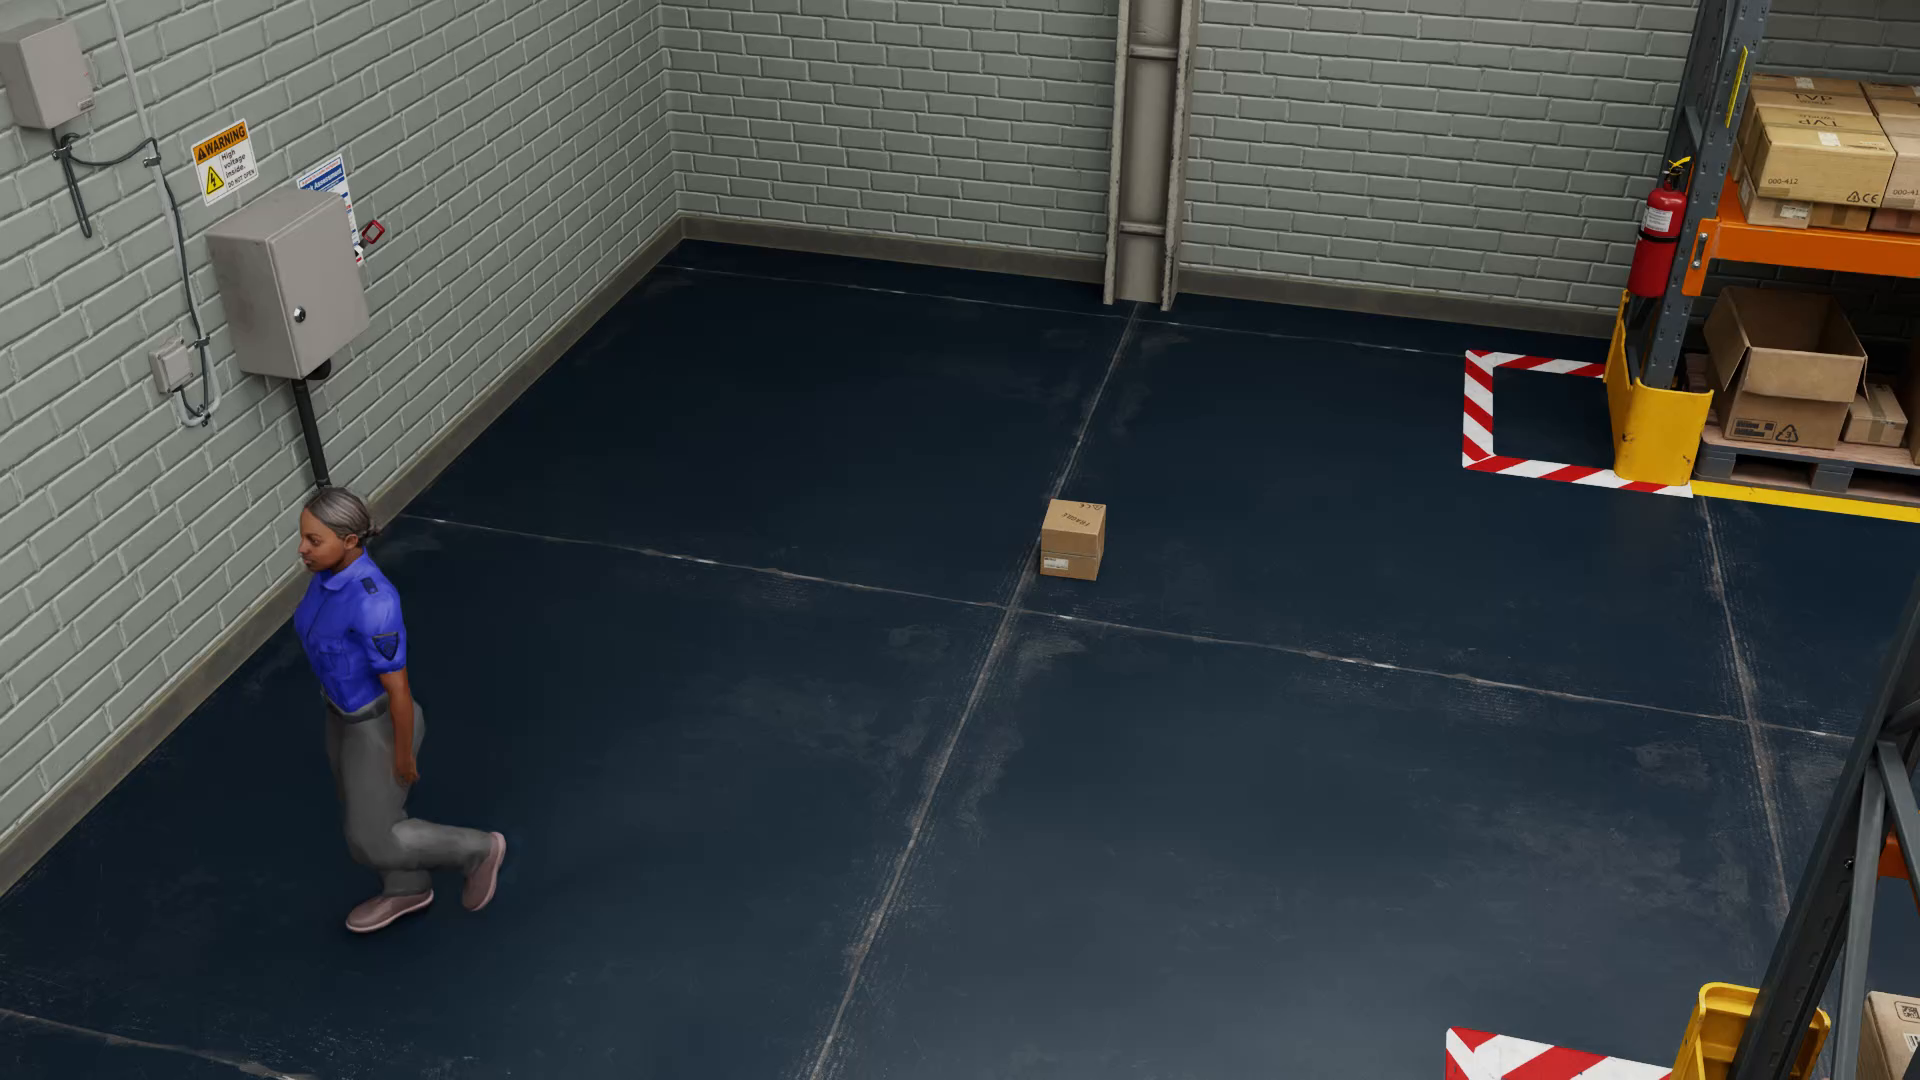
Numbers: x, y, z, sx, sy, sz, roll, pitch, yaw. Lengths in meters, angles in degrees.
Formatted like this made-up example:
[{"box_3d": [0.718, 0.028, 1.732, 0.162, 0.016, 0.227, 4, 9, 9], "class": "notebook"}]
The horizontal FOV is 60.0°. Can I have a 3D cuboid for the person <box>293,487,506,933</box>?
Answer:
[{"box_3d": [-1.818, 0.562, 5.240, 0.525, 1.642, 0.446, -22, 39, -30], "class": "person"}]
